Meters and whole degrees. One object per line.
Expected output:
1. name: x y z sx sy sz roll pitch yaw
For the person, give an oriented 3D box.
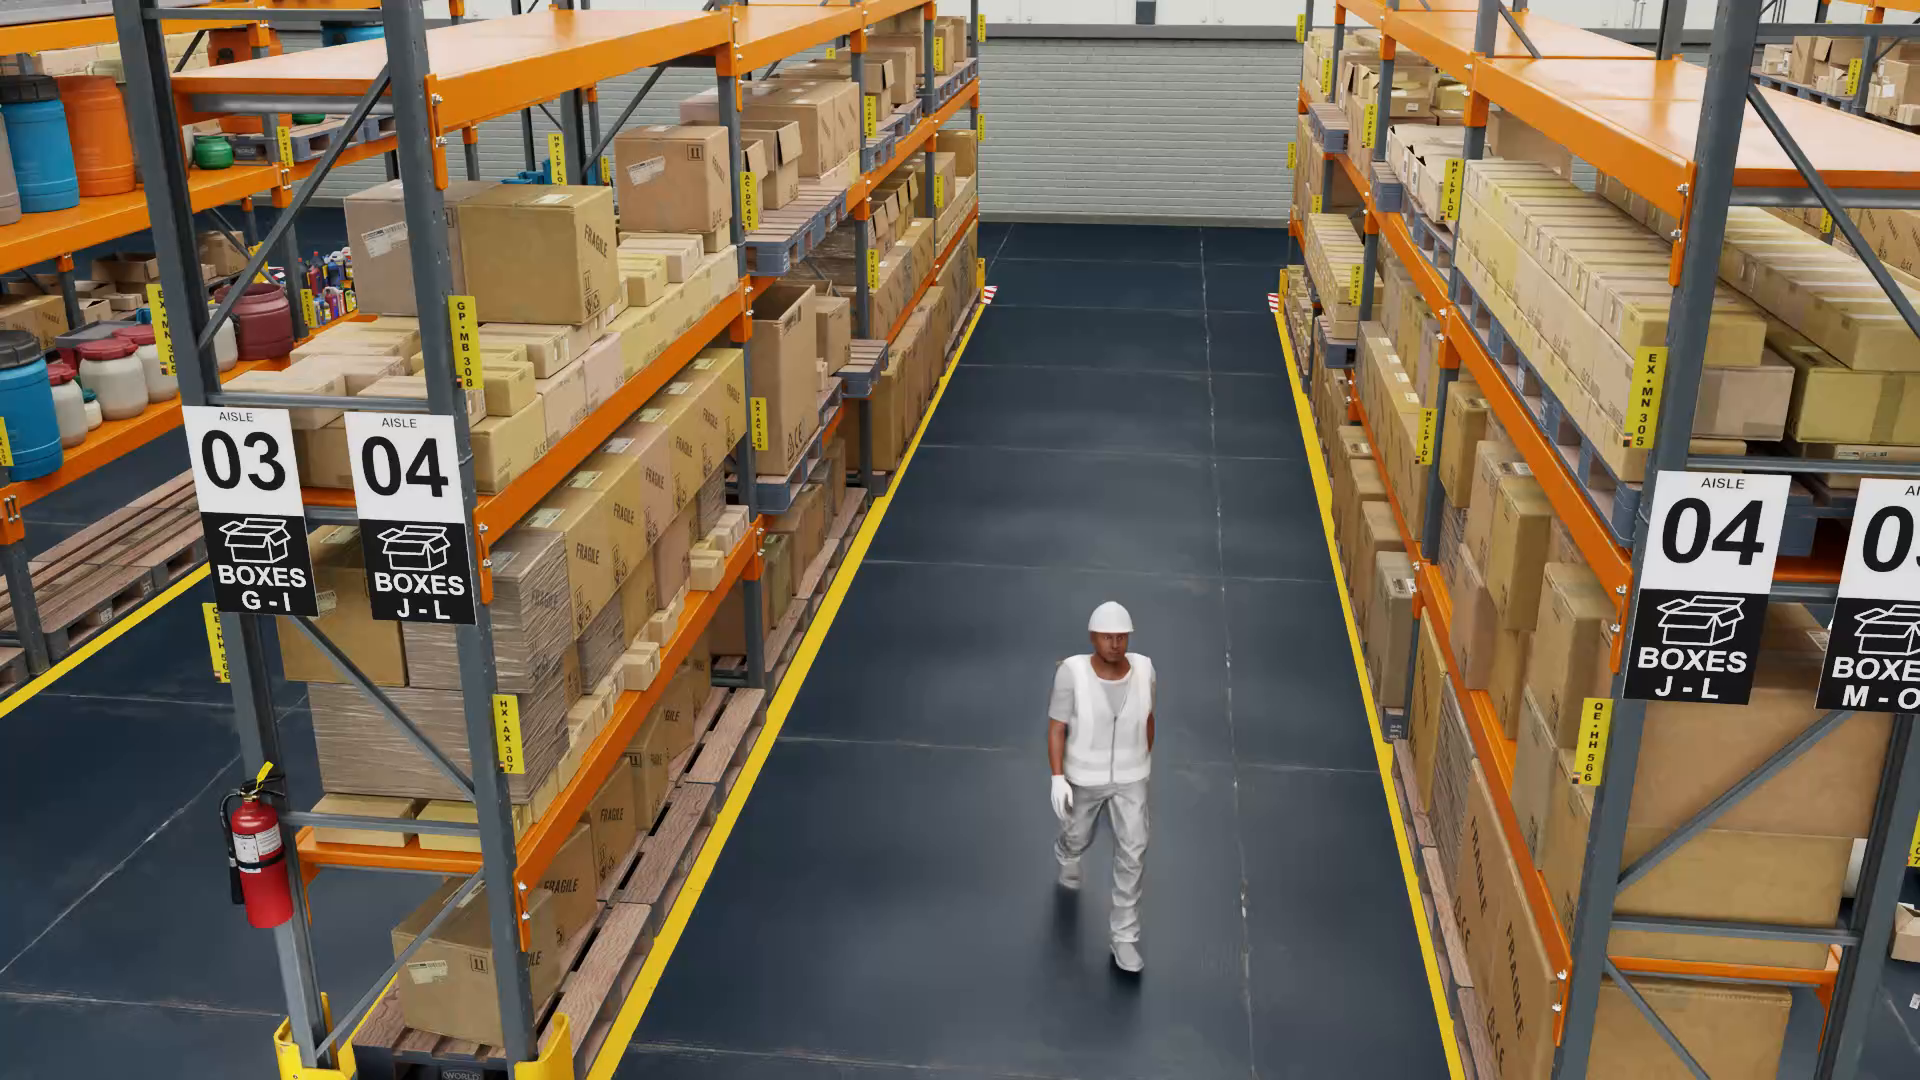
1. person: 0.690 1.131 8.101 0.548 1.748 0.971 -2 21 -5
